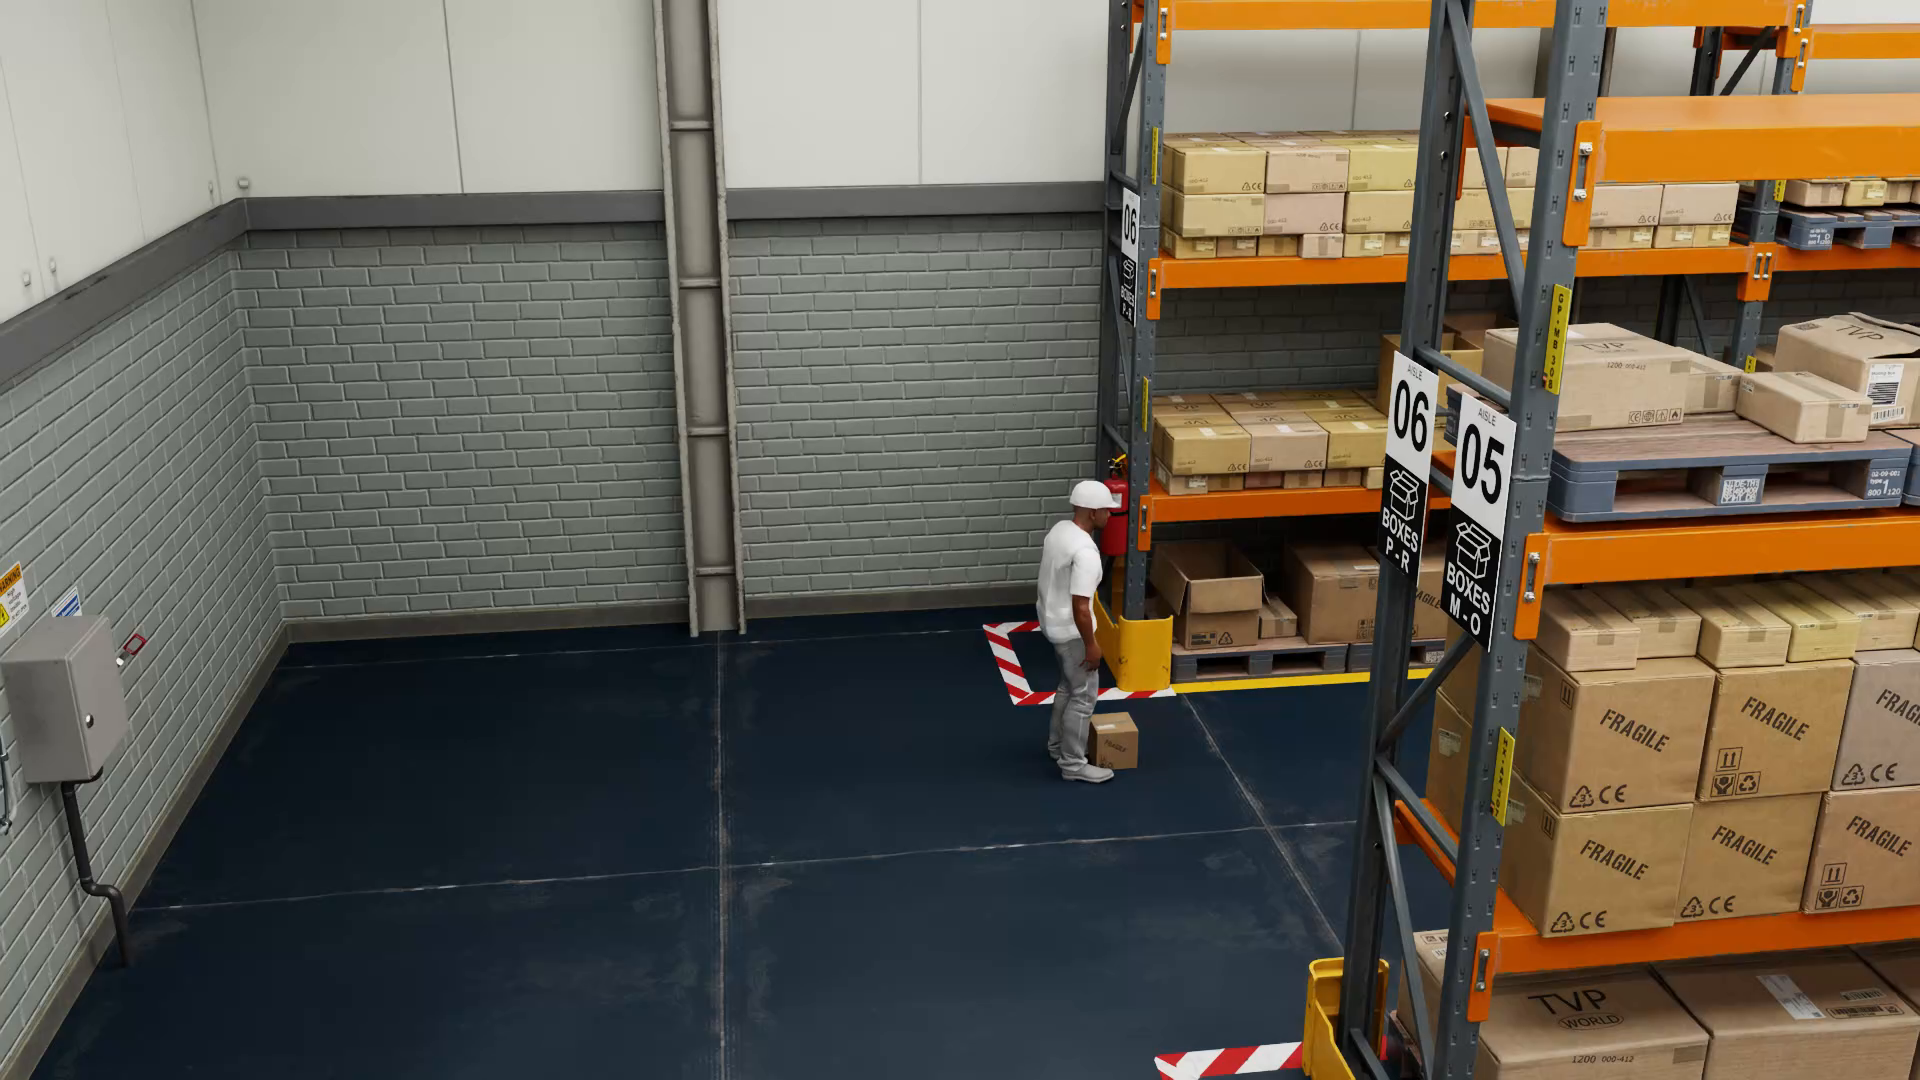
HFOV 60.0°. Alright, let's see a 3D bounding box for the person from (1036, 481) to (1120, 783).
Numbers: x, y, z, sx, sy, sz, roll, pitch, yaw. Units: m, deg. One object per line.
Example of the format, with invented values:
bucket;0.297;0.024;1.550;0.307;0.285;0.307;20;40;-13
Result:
person;0.684;0.507;9.645;0.462;1.759;0.628;-4;20;-10
